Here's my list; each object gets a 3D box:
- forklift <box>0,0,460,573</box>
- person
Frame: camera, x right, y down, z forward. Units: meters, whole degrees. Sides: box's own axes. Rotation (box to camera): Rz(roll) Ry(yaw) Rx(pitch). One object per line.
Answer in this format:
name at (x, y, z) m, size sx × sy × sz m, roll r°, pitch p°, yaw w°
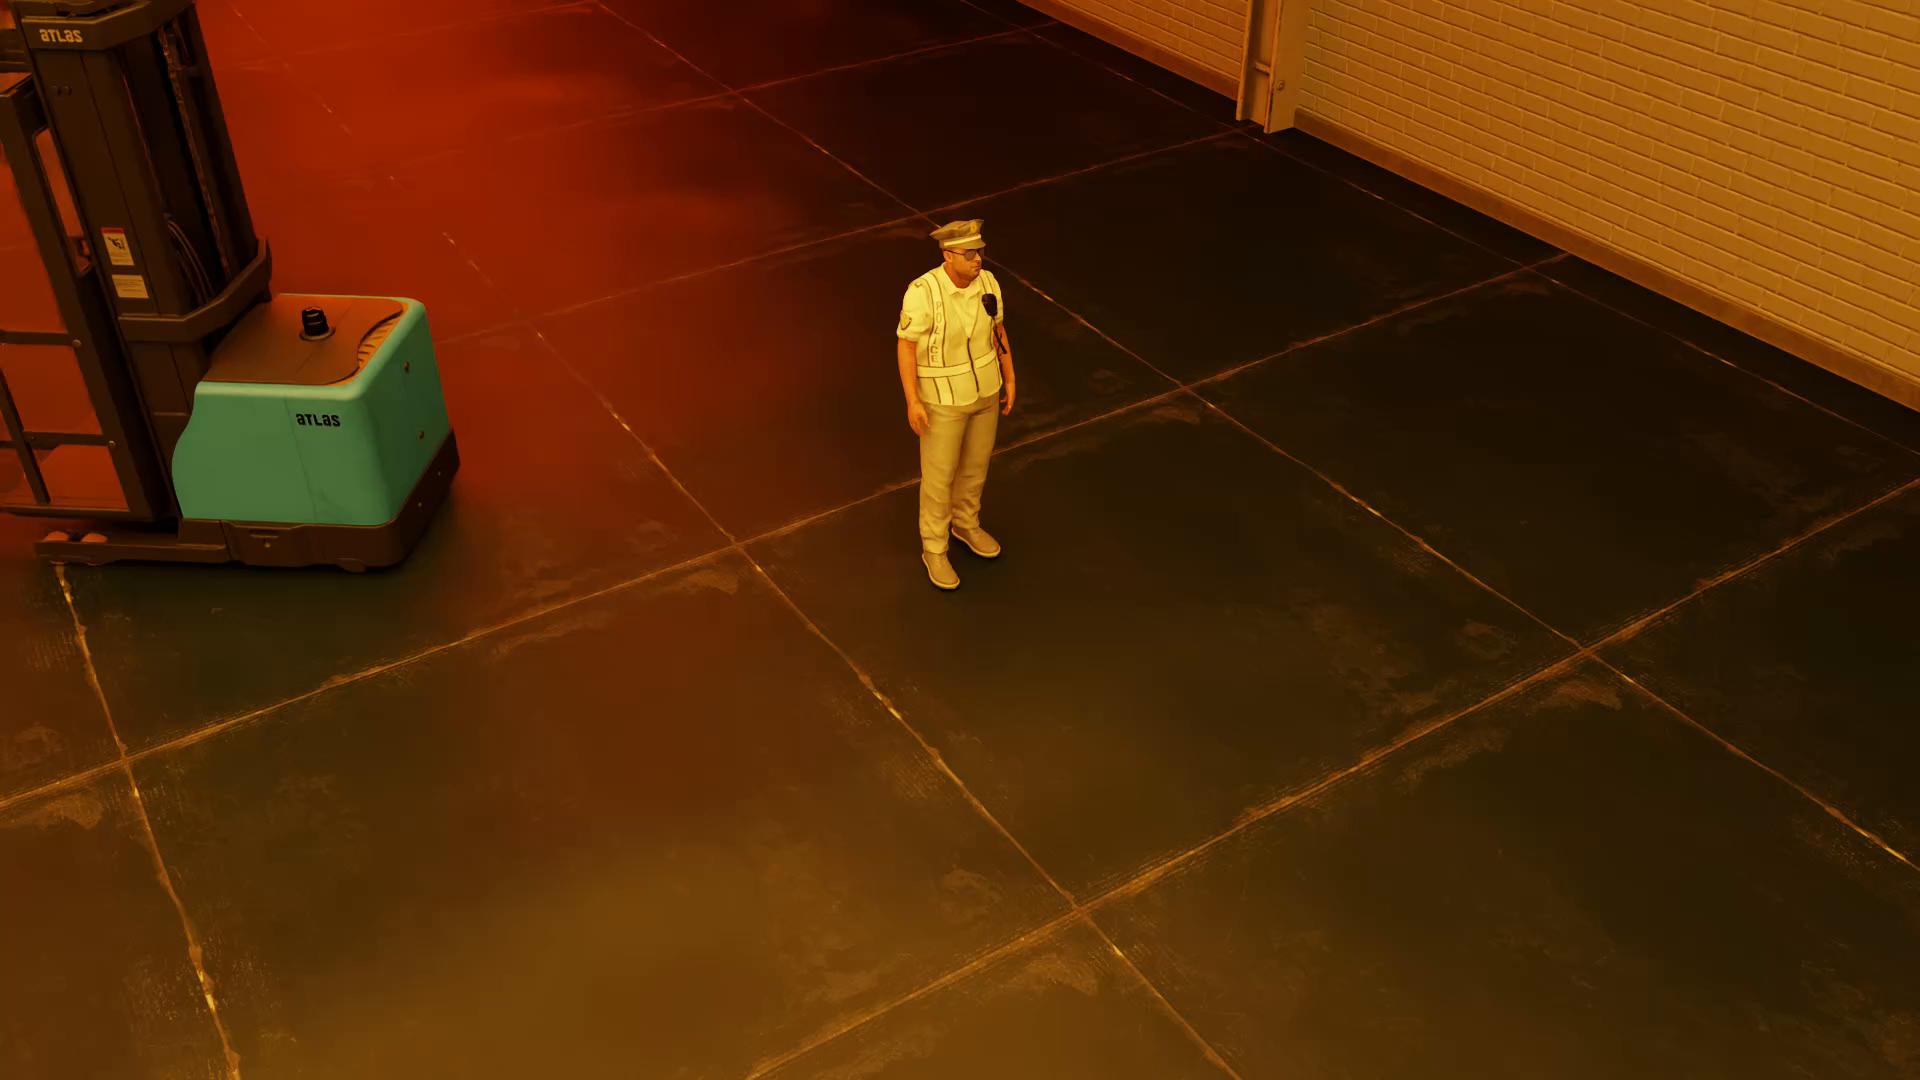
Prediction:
forklift at (-4.293, -1.367, 8.093) m, size 3.031 × 2.935 × 1.130 m, roll 2°, pitch 35°, yaw 4°
person at (0.032, -0.694, 8.122) m, size 0.640 × 1.781 × 0.575 m, roll -21°, pitch 40°, yaw -27°
